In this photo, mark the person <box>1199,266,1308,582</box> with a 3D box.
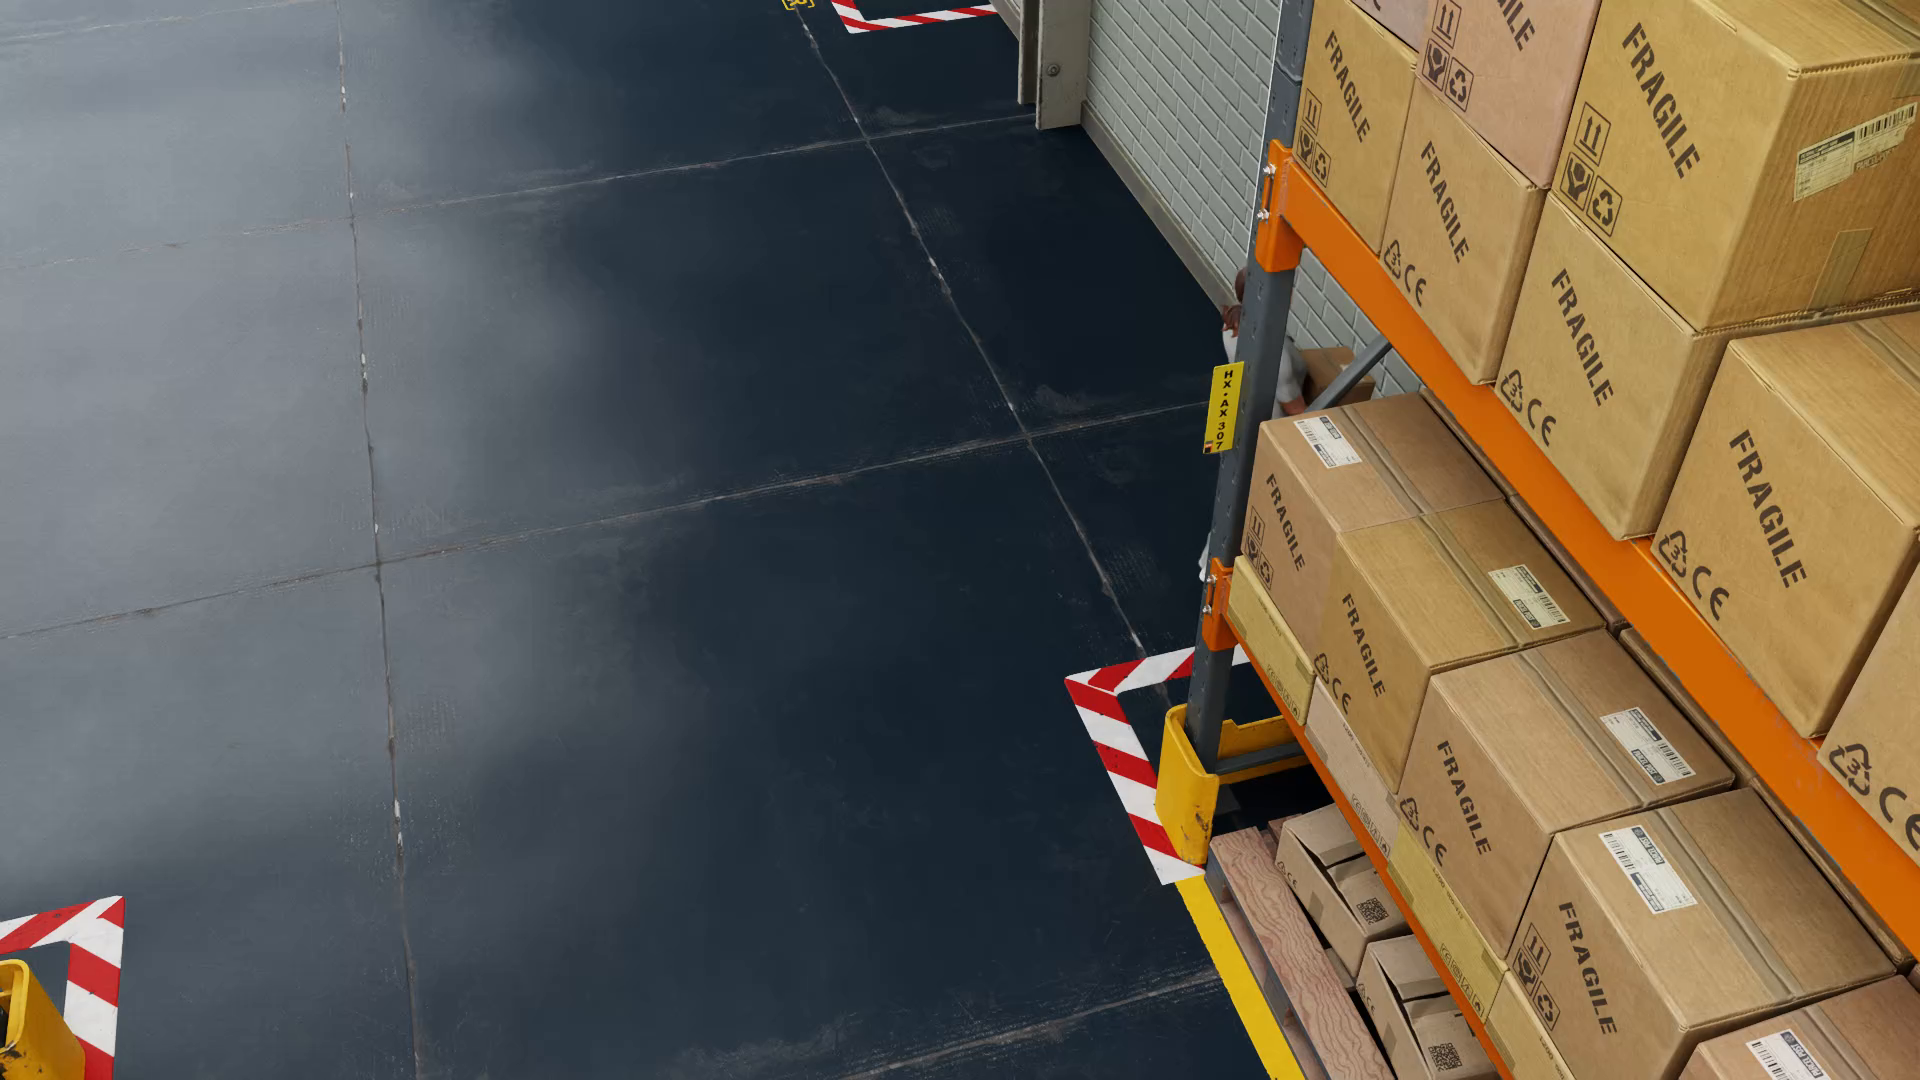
[{"bbox_3d":[1.242,-0.409,6.619,0.560,1.663,0.436,-11,44,-12],"label":"person"}]
